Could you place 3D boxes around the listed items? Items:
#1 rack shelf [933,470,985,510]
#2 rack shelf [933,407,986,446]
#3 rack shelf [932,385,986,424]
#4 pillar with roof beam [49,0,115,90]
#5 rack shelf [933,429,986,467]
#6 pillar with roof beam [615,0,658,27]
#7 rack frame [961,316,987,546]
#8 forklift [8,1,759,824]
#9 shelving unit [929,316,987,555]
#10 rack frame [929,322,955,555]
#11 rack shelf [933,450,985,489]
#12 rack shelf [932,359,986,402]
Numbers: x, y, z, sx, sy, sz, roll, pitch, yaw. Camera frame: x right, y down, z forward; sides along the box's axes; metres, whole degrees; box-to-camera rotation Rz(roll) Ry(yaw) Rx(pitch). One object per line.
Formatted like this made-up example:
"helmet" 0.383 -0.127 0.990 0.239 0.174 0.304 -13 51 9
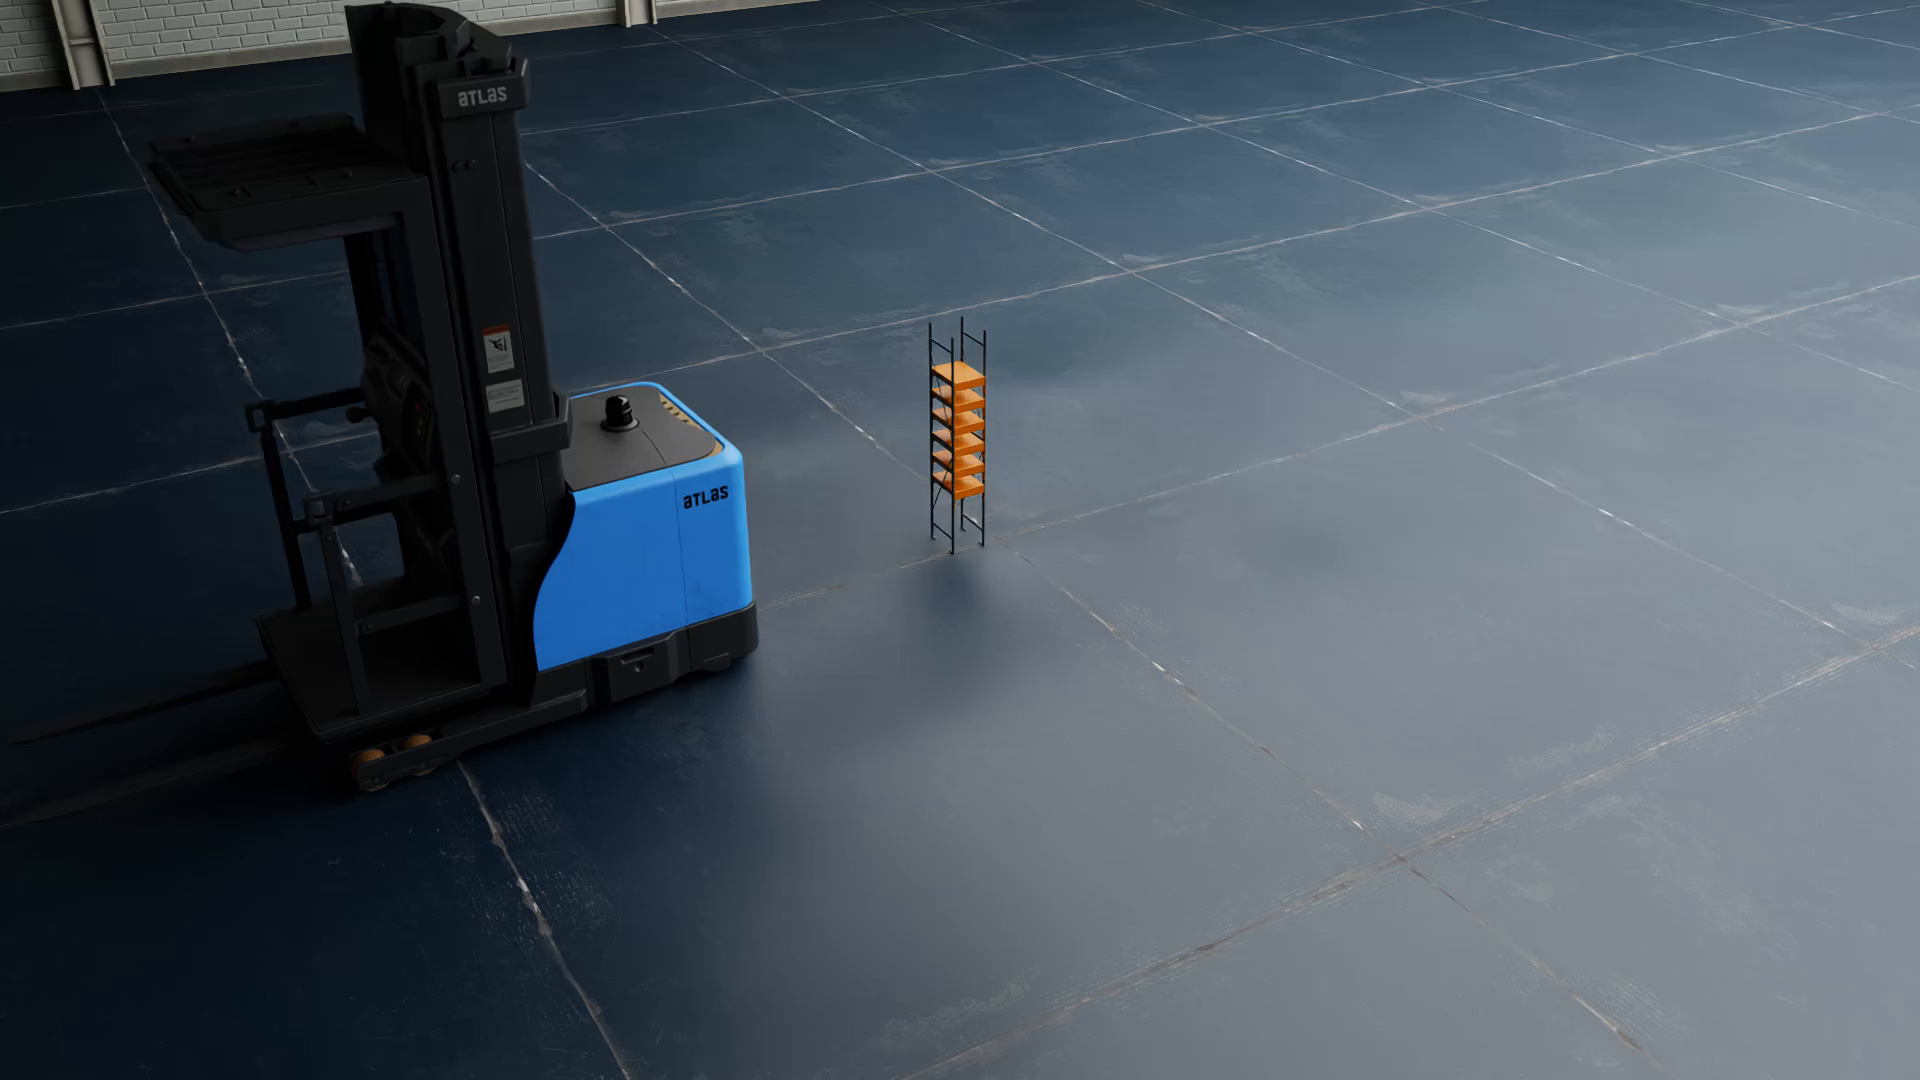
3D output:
"rack shelf" -0.012 -0.273 8.591 0.180 0.103 0.258 -16 33 -26
"rack shelf" -0.012 -0.588 8.417 0.180 0.103 0.258 -16 33 -26
"rack shelf" -0.012 -0.693 8.359 0.180 0.103 0.258 -16 33 -26
"pillar with roof beam" -6.879 -6.907 11.952 0.400 9.000 9.100 -16 33 -26
"rack shelf" -0.012 -0.483 8.475 0.180 0.103 0.258 -16 33 -26
"pillar with roof beam" -1.706 -8.376 14.614 0.400 9.000 9.100 -16 33 -26
"rack frame" 0.066 -0.544 8.494 0.006 1.200 0.240 -16 33 -26
"forklift" -2.454 -0.539 6.694 3.031 2.935 1.130 -17 33 -28
"shelving unit" -0.012 -0.522 8.454 0.189 1.200 0.258 -16 33 -26
"rack frame" -0.091 -0.499 8.413 0.006 1.200 0.240 -16 33 -26
"rack shelf" -0.012 -0.378 8.533 0.180 0.103 0.258 -16 33 -26
"rack shelf" -0.012 -0.798 8.301 0.180 0.103 0.258 -16 33 -26
